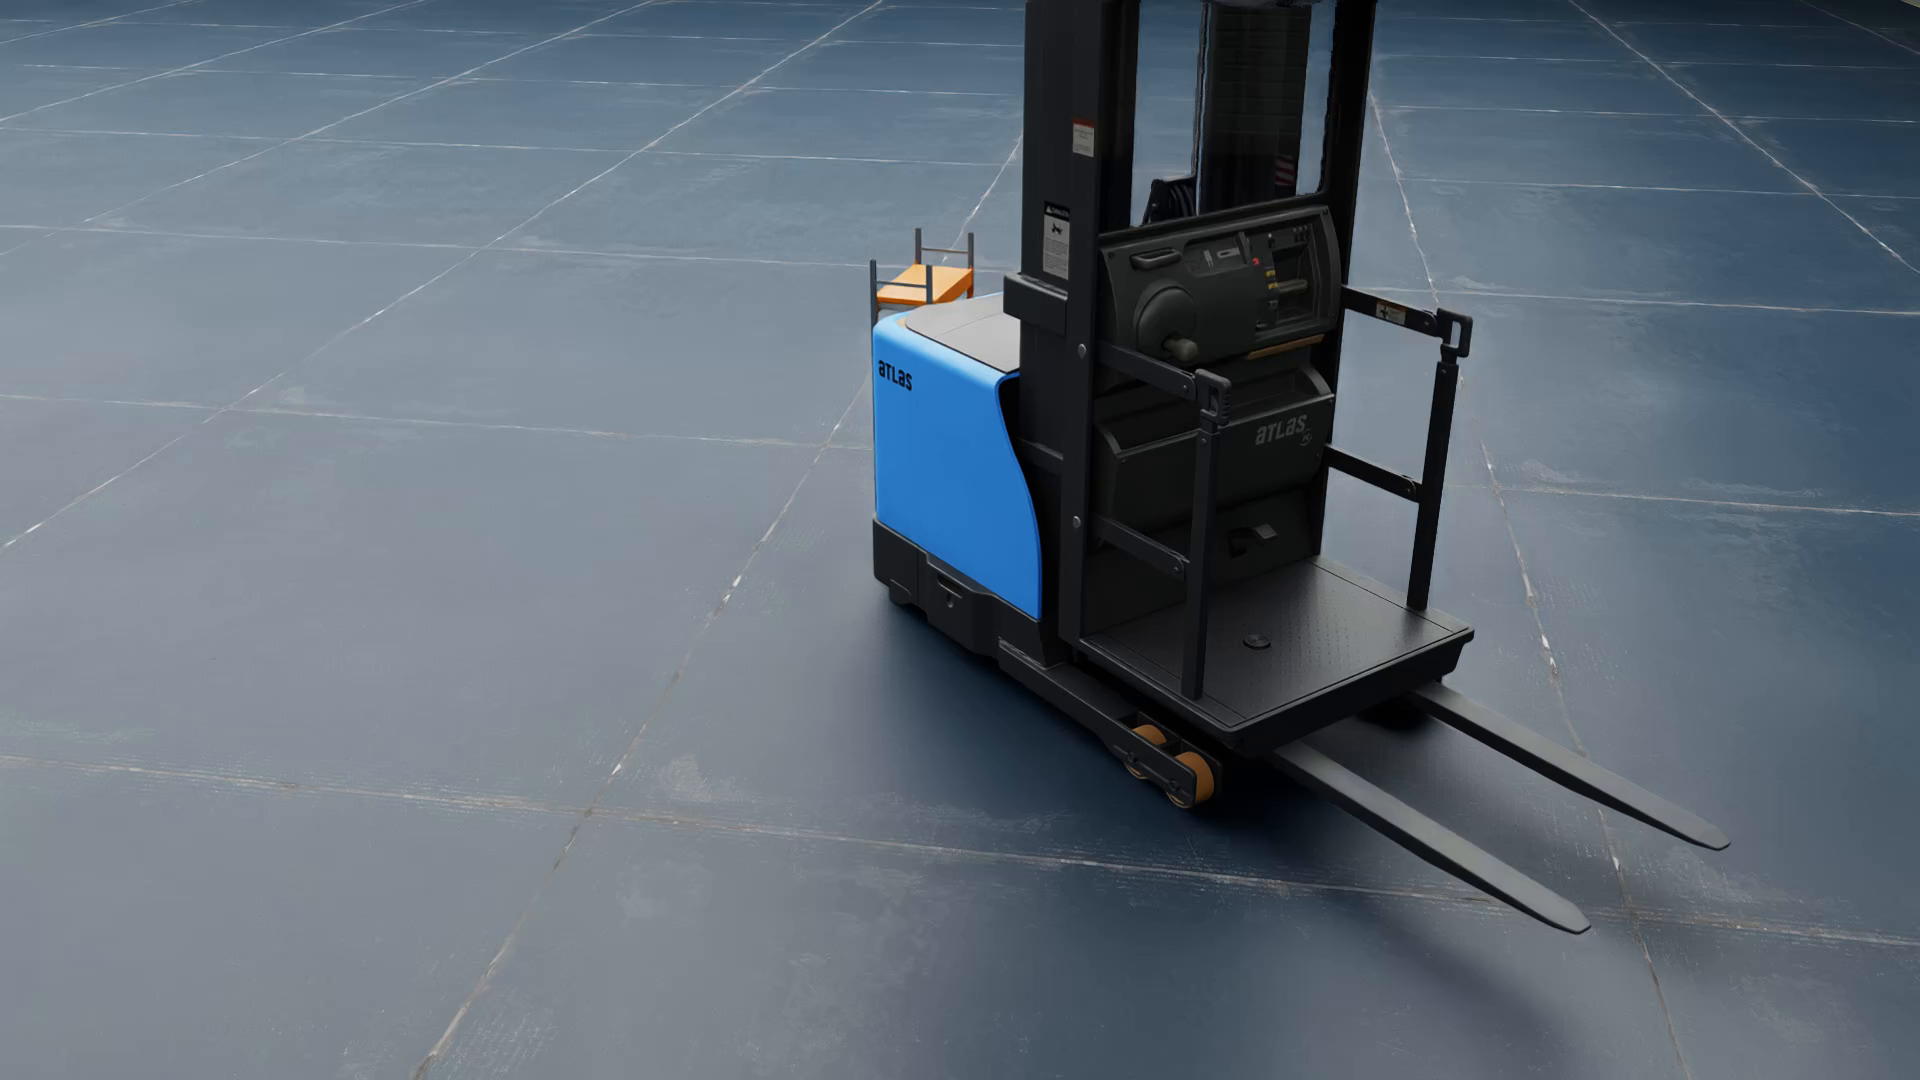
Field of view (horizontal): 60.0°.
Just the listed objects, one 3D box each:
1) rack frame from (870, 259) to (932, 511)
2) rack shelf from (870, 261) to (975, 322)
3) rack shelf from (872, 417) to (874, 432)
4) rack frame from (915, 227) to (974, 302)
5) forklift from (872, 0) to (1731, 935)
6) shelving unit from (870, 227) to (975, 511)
[{"bbox_3d":[-0.217,-0.474,6.347,0.240,1.200,0.015,8,26,17],"label":"rack frame"},{"bbox_3d":[-0.139,-0.928,6.390,0.258,0.148,0.480,8,26,17],"label":"rack shelf"},{"bbox_3d":[-0.139,-0.511,6.585,0.258,0.148,0.480,8,26,17],"label":"rack shelf"},{"bbox_3d":[-0.061,-0.670,6.766,0.240,1.200,0.015,8,26,17],"label":"rack frame"},{"bbox_3d":[0.933,-0.752,4.899,1.130,2.935,3.031,-17,30,-32],"label":"forklift"},{"bbox_3d":[-0.139,-0.572,6.557,0.258,1.200,0.503,8,26,17],"label":"shelving unit"}]
